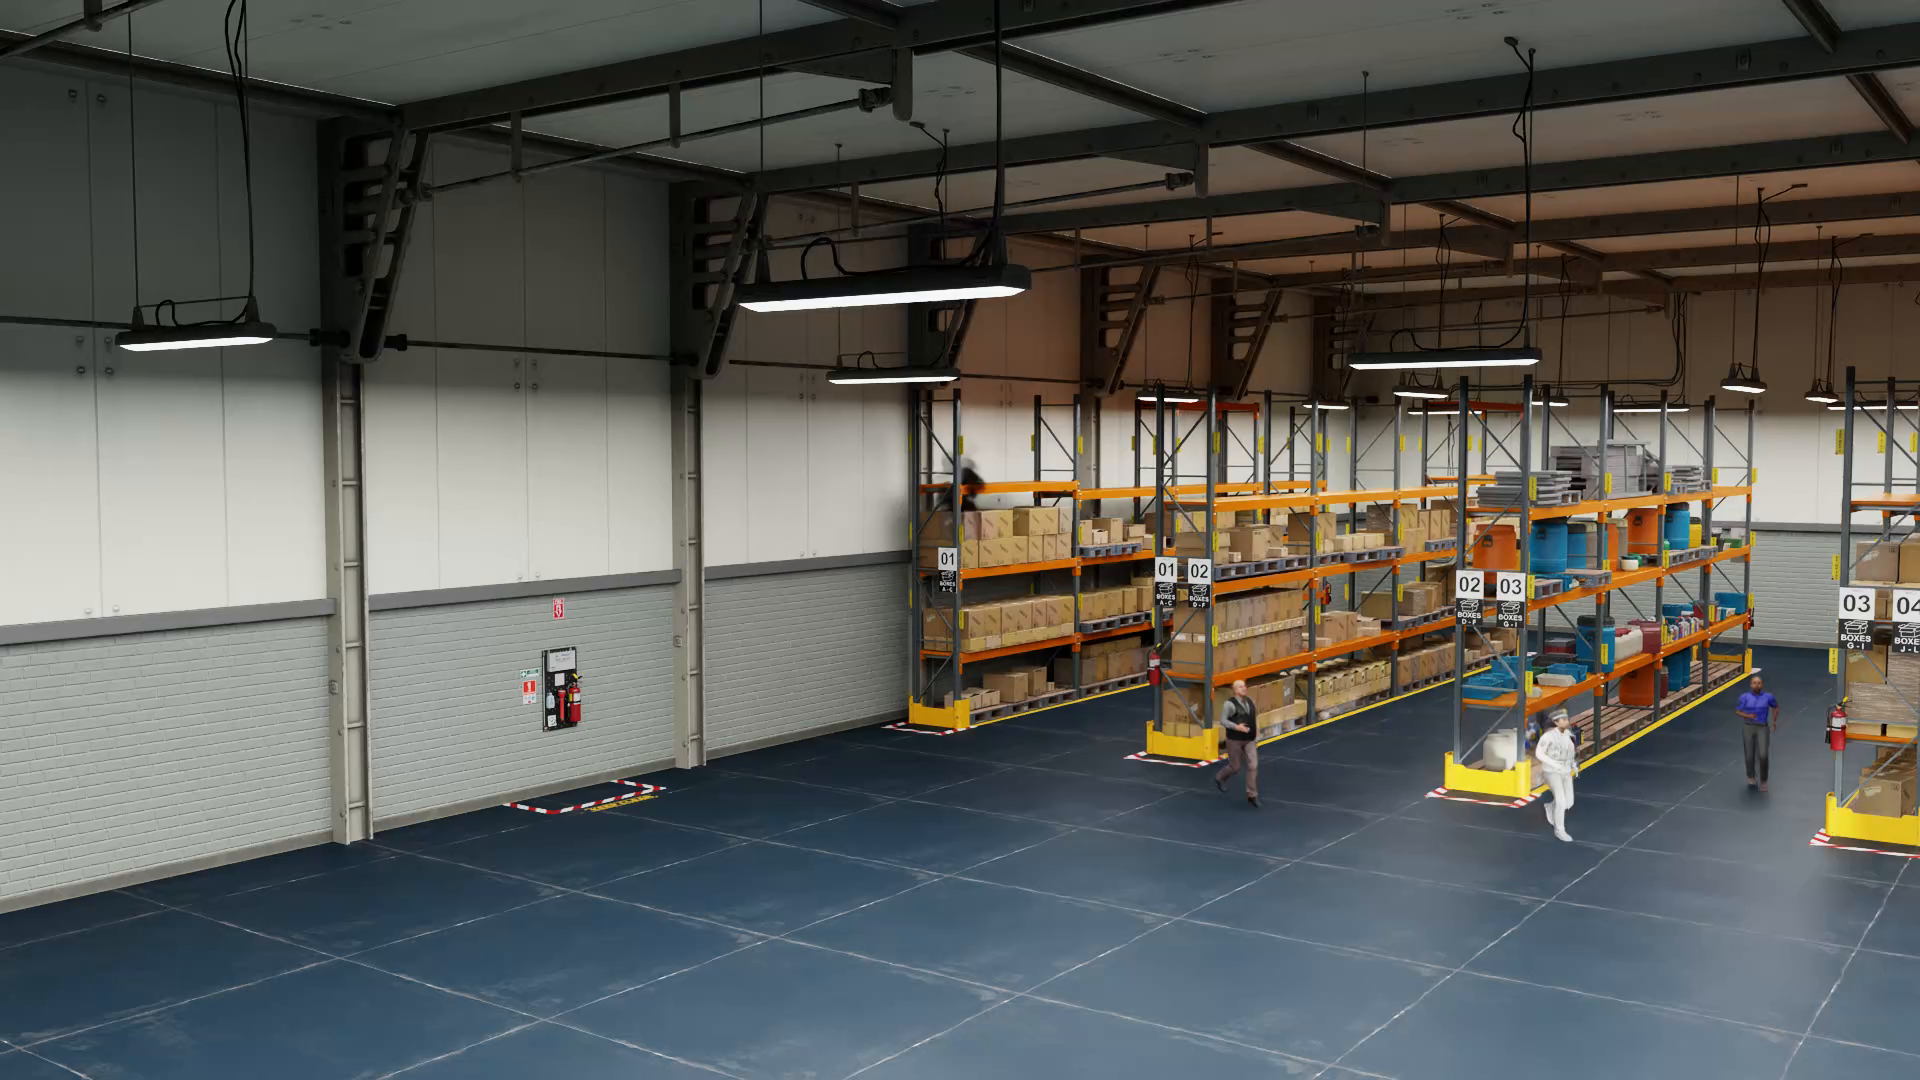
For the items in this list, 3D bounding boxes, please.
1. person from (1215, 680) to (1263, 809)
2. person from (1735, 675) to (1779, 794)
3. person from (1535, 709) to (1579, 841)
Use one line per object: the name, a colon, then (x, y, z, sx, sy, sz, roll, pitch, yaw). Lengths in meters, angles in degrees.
person: (3.916, 2.819, 23.252, 0.672, 1.726, 0.952, -2, 4, -25)
person: (11.535, 2.856, 24.089, 0.564, 1.610, 0.720, 2, 4, 28)
person: (7.600, 2.972, 21.244, 0.613, 1.678, 0.610, -1, 4, -22)
